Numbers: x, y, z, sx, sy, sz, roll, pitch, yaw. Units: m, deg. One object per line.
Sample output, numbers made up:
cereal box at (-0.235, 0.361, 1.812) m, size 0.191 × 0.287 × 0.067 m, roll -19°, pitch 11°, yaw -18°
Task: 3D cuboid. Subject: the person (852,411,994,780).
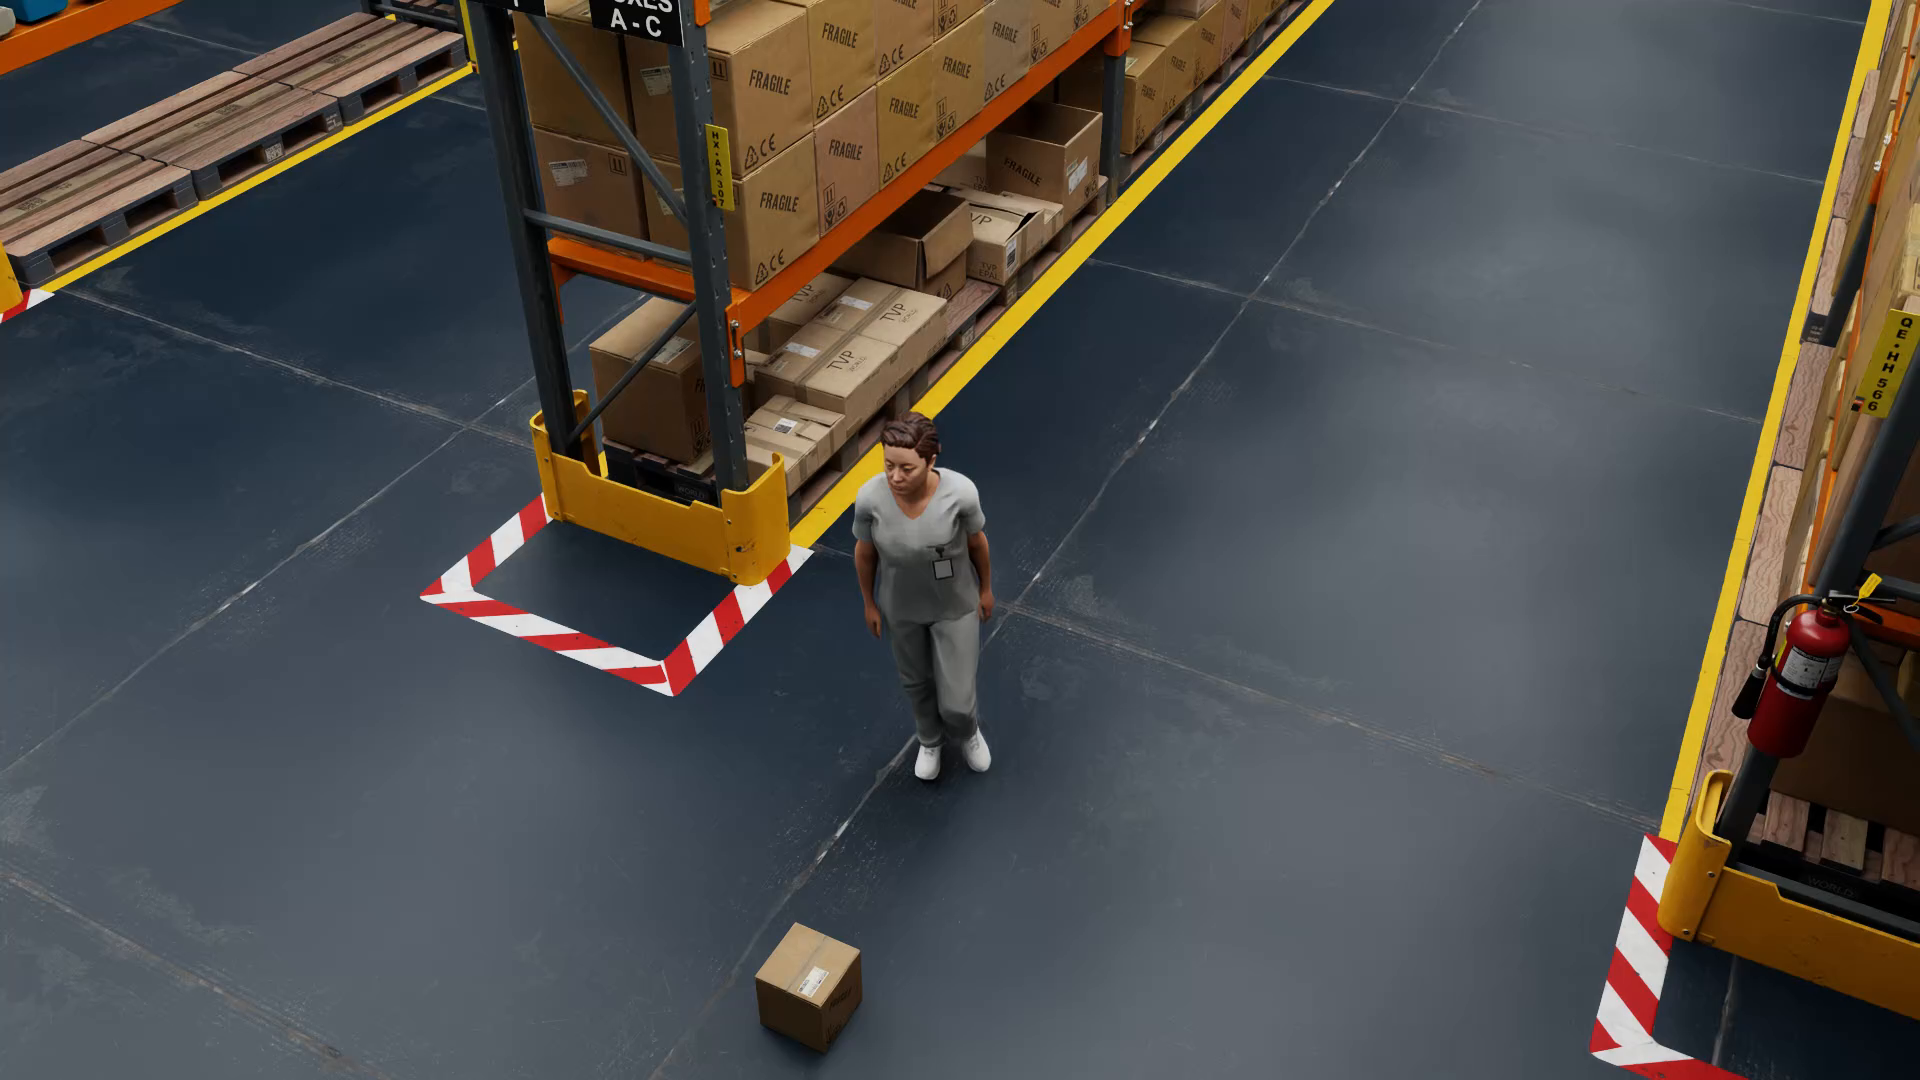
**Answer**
person at (-0.125, 0.228, 5.842) m, size 0.483 × 1.657 × 0.470 m, roll 5°, pitch 38°, yaw 7°
